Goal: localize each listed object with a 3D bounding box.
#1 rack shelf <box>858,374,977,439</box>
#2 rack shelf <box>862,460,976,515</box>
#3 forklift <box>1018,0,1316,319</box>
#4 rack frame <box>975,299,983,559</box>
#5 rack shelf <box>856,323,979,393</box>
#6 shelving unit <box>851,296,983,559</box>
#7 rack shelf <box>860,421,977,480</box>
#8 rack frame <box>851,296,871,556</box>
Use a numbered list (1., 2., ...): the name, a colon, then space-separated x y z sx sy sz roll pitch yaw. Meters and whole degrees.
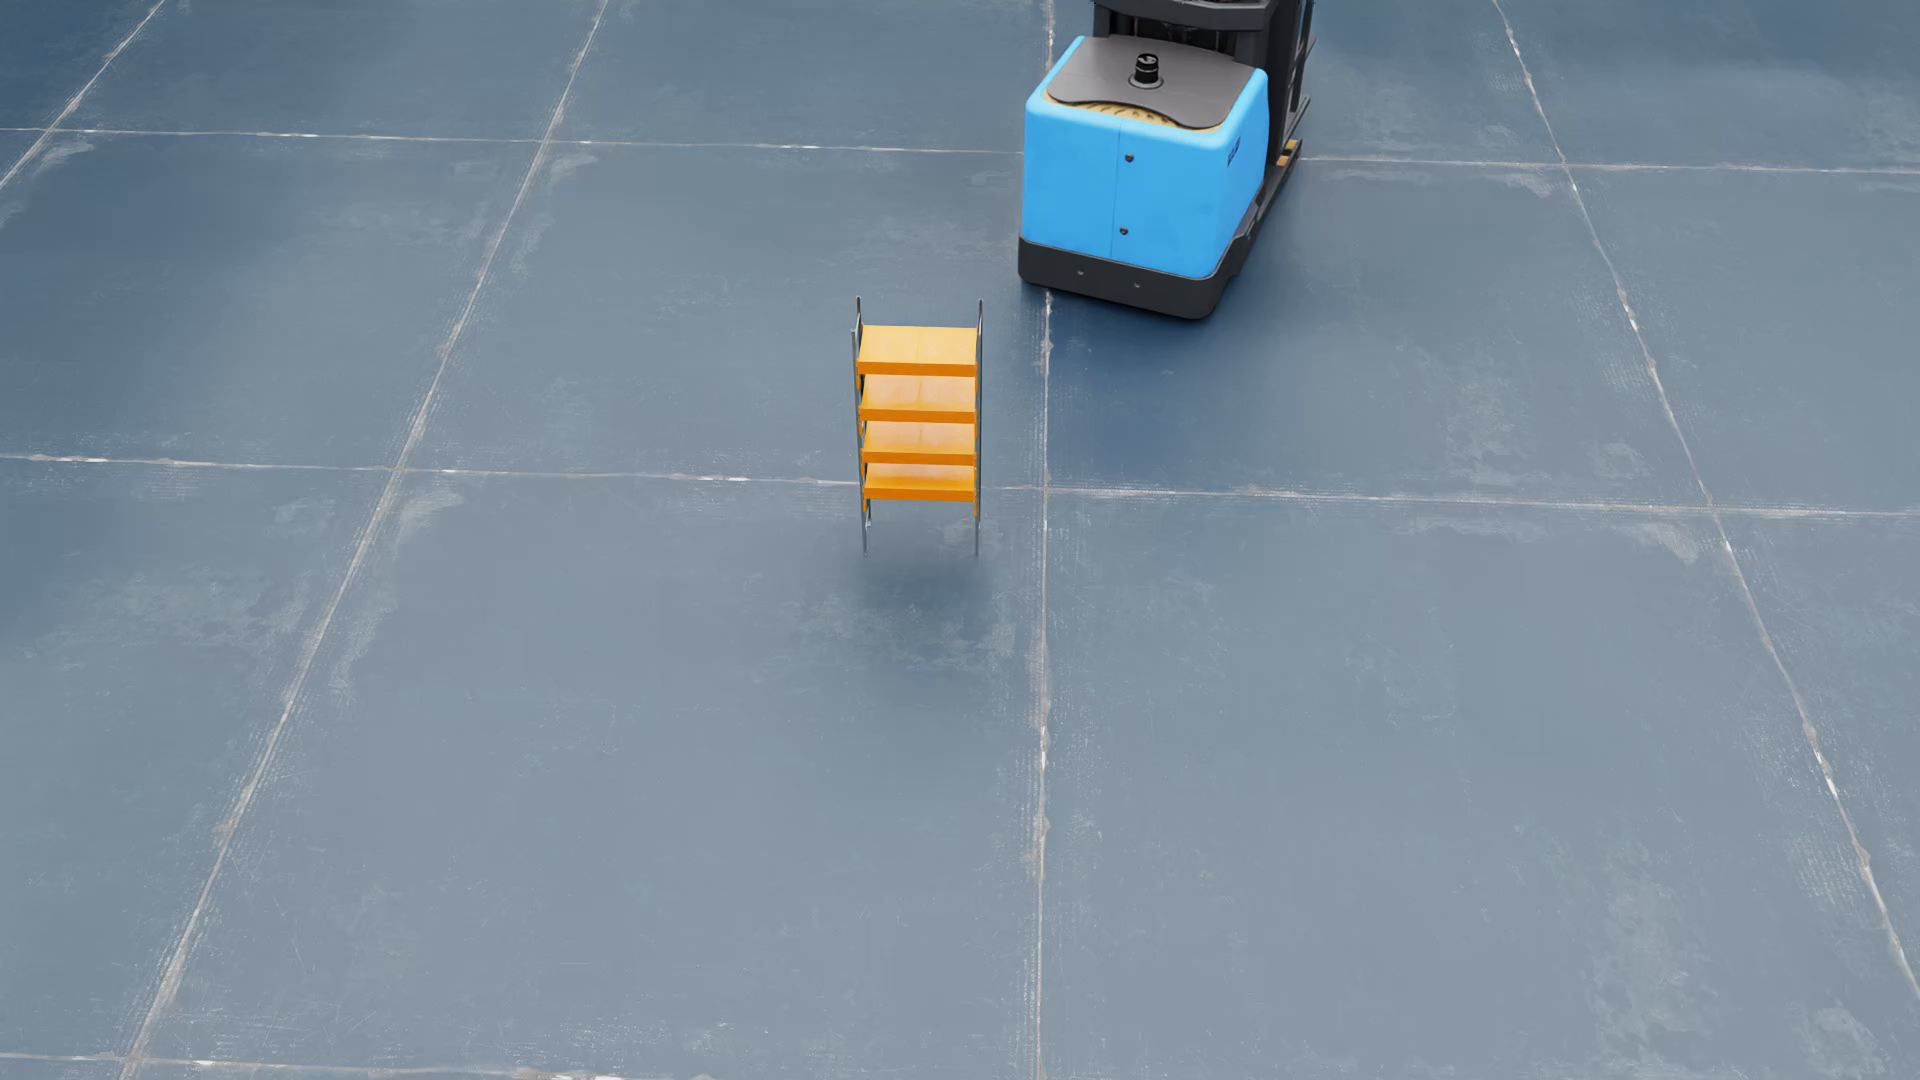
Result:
1. rack shelf: -0.165 -0.559 6.825 0.480 0.148 0.258 2 43 2
2. rack shelf: -0.165 -0.250 7.113 0.480 0.148 0.258 2 43 2
3. forklift: 1.334 -3.208 8.629 1.130 2.935 3.031 16 45 16
4. rack frame: 0.078 -0.437 6.924 0.015 1.200 0.240 2 43 2
5. rack shelf: -0.165 -0.732 6.664 0.480 0.148 0.258 2 43 2
6. shelving unit: -0.165 -0.444 6.932 0.503 1.200 0.258 2 43 2
7. rack shelf: -0.165 -0.395 6.978 0.480 0.148 0.258 2 43 2
8. rack frame: -0.409 -0.452 6.940 0.015 1.200 0.240 2 43 2
